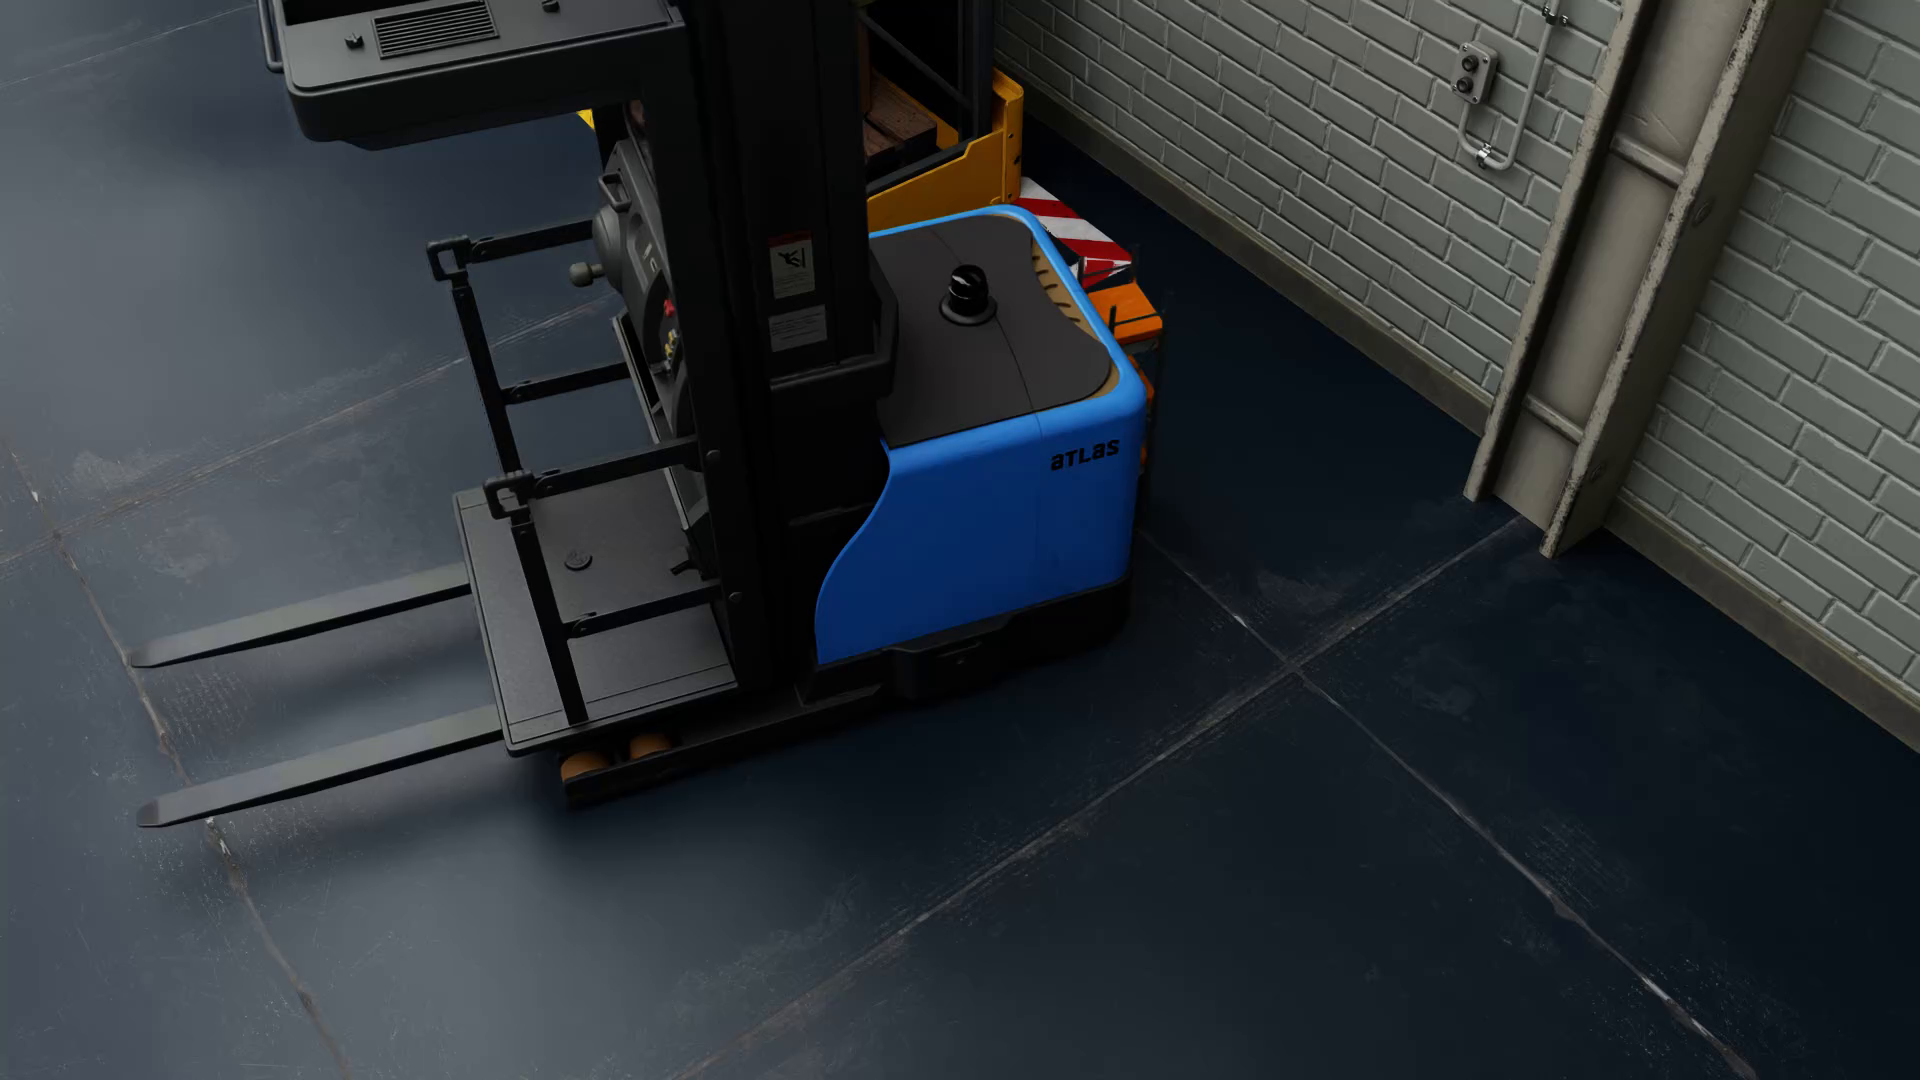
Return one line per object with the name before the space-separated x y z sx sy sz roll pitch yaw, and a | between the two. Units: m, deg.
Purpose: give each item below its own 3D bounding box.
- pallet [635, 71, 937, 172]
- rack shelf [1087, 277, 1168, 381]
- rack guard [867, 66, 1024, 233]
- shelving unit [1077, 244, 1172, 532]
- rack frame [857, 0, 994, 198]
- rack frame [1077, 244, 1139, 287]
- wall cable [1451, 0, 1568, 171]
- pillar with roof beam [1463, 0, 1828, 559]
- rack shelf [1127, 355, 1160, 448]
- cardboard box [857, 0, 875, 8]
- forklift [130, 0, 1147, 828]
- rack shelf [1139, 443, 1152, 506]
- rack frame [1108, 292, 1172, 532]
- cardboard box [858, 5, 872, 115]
pallet | -0.846 -1.828 7.265 1.003 0.211 1.213 -29 54 -24
rack shelf | 0.502 -0.636 5.249 0.215 0.259 0.240 -15 50 -13
rack guard | -0.285 -1.475 6.750 1.175 0.500 0.348 -29 54 -24
shelving unit | 0.501 -0.453 5.452 0.215 1.050 0.252 -15 50 -13
rack frame | -0.300 -2.328 5.836 1.000 3.000 0.127 -29 54 -24
rack frame | 0.459 -0.538 5.529 0.200 1.050 0.008 -15 50 -13
wall cable | 1.228 -2.339 5.160 0.084 1.984 1.851 -29 54 -24
pillar with roof beam | -1.403 -1.208 0.771 9.100 9.000 0.400 -29 54 -24
rack shelf | 0.501 -0.446 5.459 0.215 0.259 0.240 -15 50 -13
cardboard box | -0.568 -2.232 6.714 0.380 0.149 0.250 -29 54 -24
forklift | -1.024 -0.639 4.351 3.031 2.935 1.130 -15 50 -13
rack shelf | 0.501 -0.259 5.665 0.215 0.259 0.240 -15 50 -13
rack frame | 0.543 -0.368 5.375 0.200 1.050 0.008 -15 50 -13
cardboard box | -0.803 -1.998 6.940 0.700 0.500 0.500 -29 54 -24
